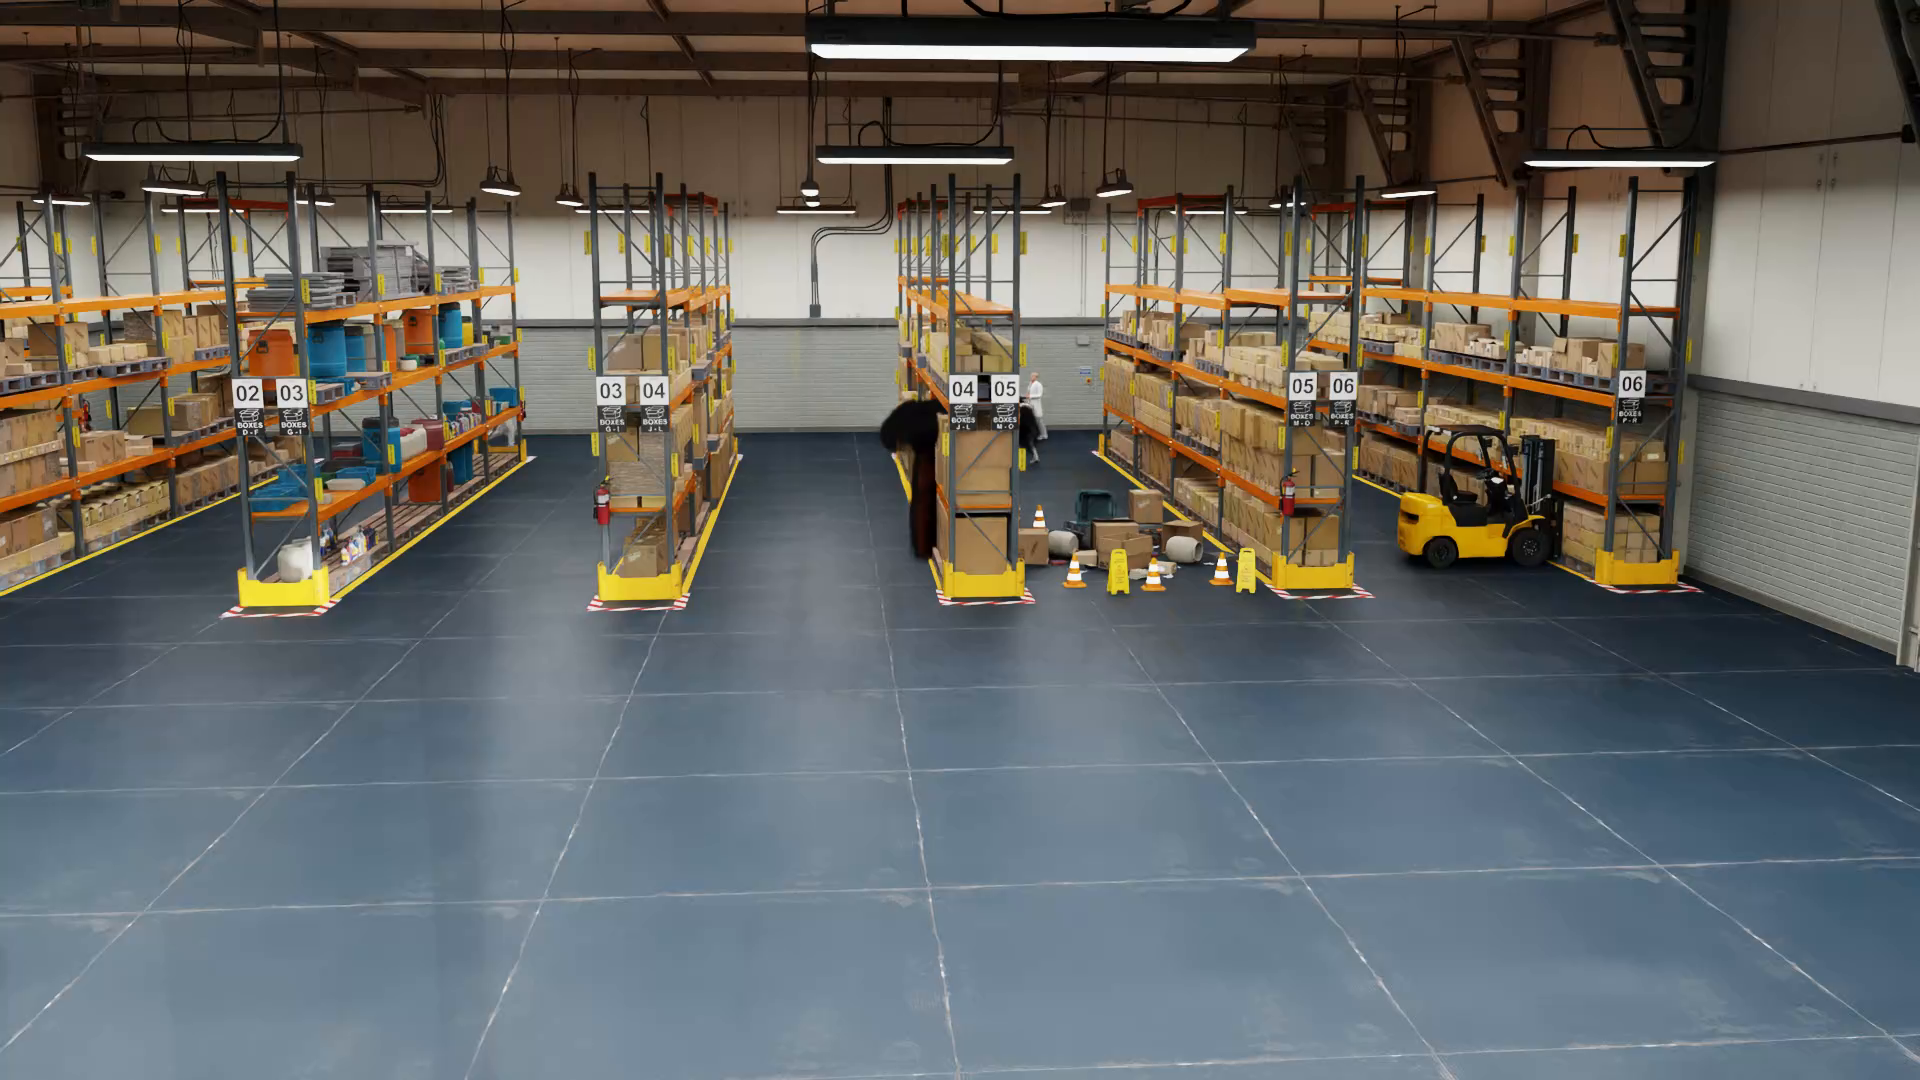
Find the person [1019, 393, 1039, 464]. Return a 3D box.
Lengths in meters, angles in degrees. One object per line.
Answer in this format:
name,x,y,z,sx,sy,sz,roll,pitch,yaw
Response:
person,1.477,-2.554,38.390,0.602,1.644,0.953,-7,12,-35

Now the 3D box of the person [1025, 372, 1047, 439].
person,1.931,-3.460,43.223,0.775,1.808,0.688,-6,12,-30

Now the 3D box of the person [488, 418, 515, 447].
person,-11.349,-2.974,41.107,1.009,1.627,0.631,0,10,0

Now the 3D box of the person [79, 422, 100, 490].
person,-17.023,-1.508,32.533,0.499,1.626,0.825,0,10,-1
